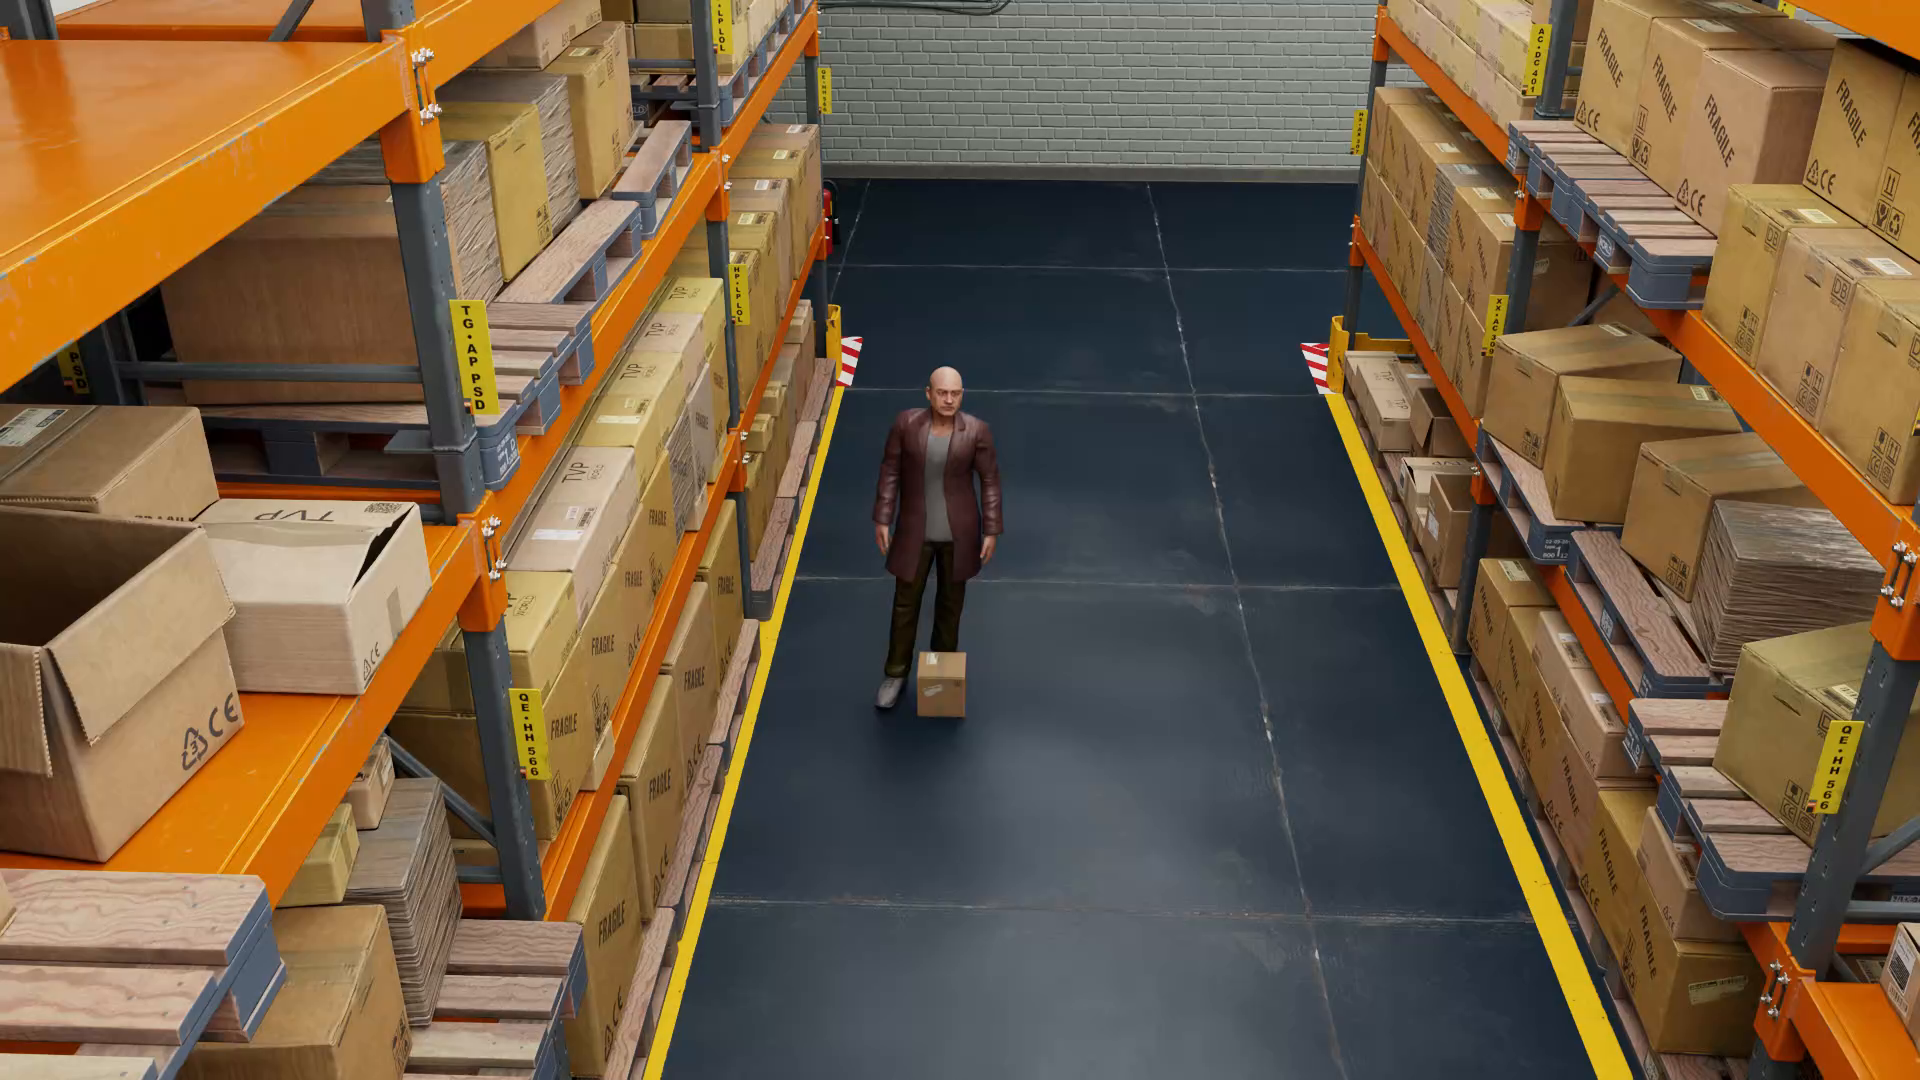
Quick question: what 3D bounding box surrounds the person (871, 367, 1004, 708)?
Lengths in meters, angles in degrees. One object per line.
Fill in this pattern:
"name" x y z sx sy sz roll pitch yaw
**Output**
"person" -0.120 -0.004 8.624 0.693 1.776 0.582 1 28 2
